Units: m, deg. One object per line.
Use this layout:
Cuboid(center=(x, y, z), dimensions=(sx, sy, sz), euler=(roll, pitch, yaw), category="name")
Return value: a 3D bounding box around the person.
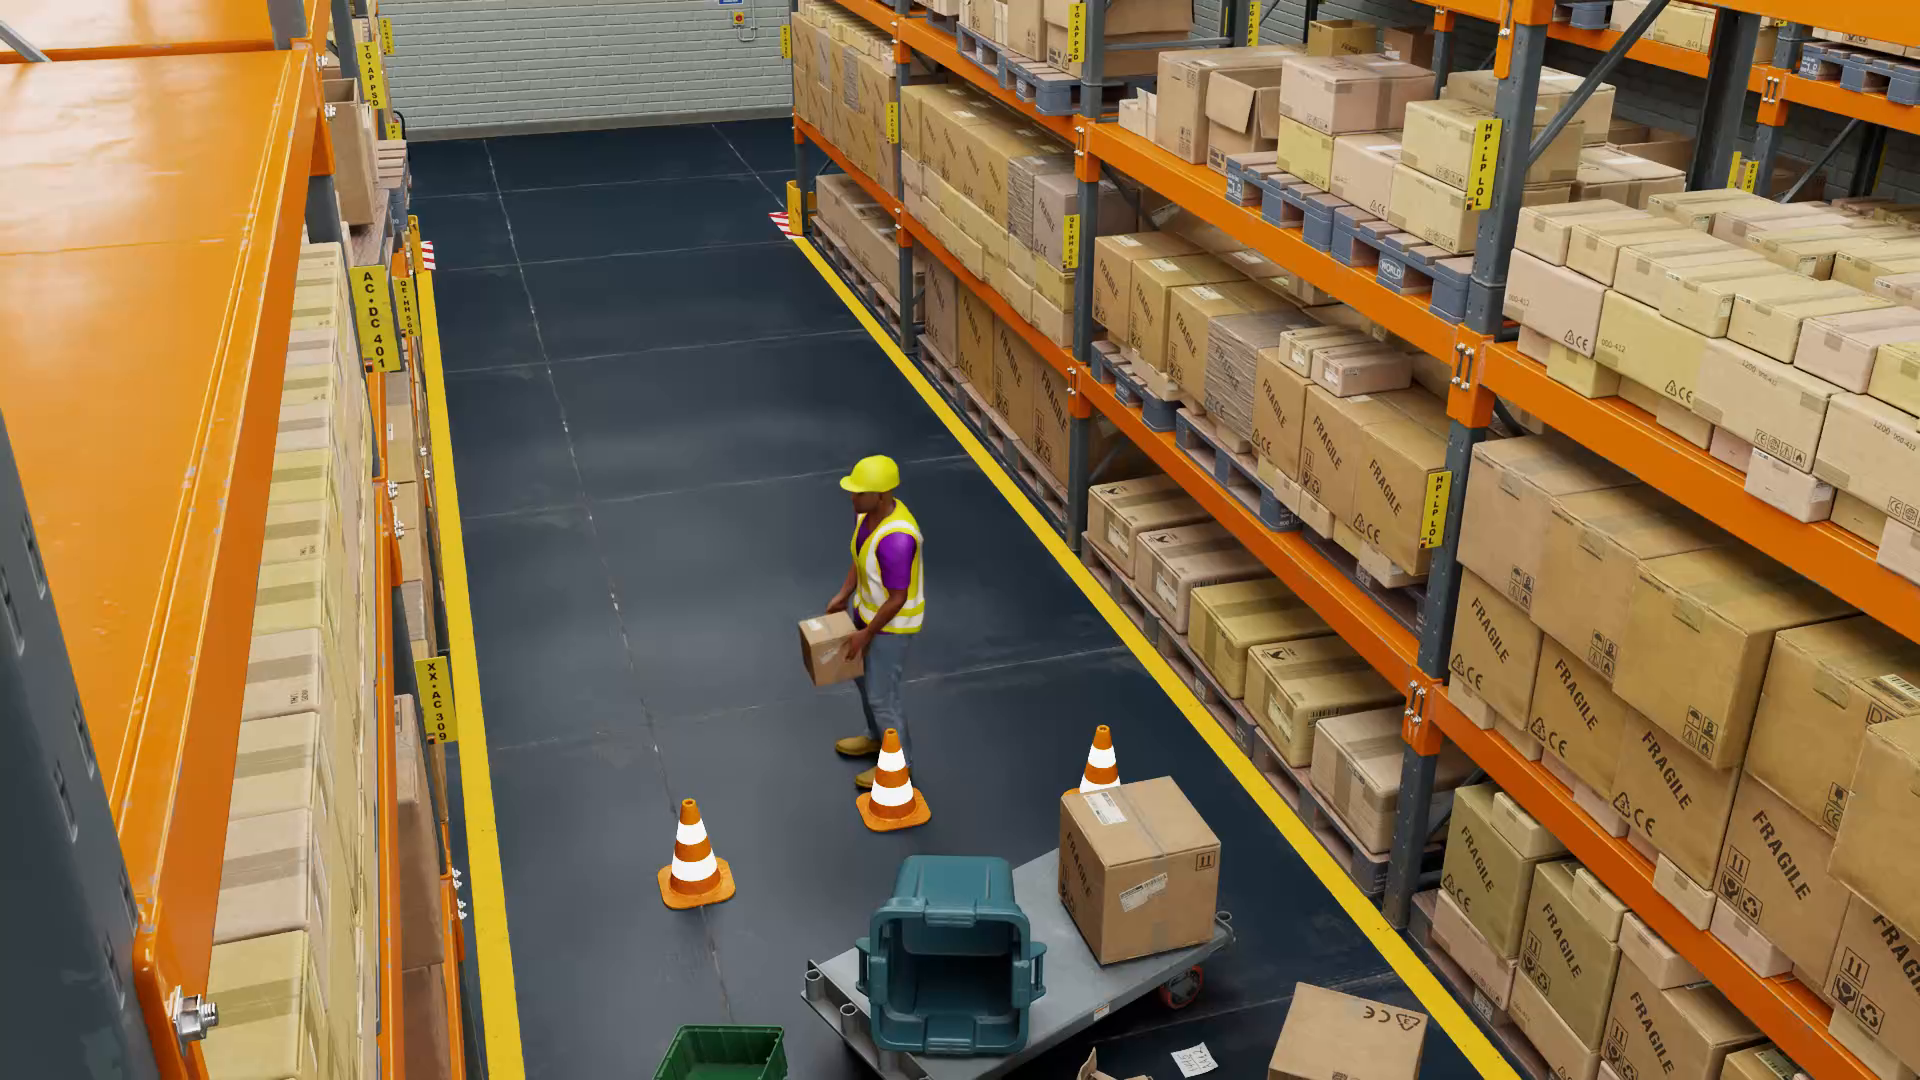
Cuboid(center=(-0.416, 0.396, 8.282), dimensions=(0.458, 1.765, 0.575), euler=(-9, 27, -17), category="person")
